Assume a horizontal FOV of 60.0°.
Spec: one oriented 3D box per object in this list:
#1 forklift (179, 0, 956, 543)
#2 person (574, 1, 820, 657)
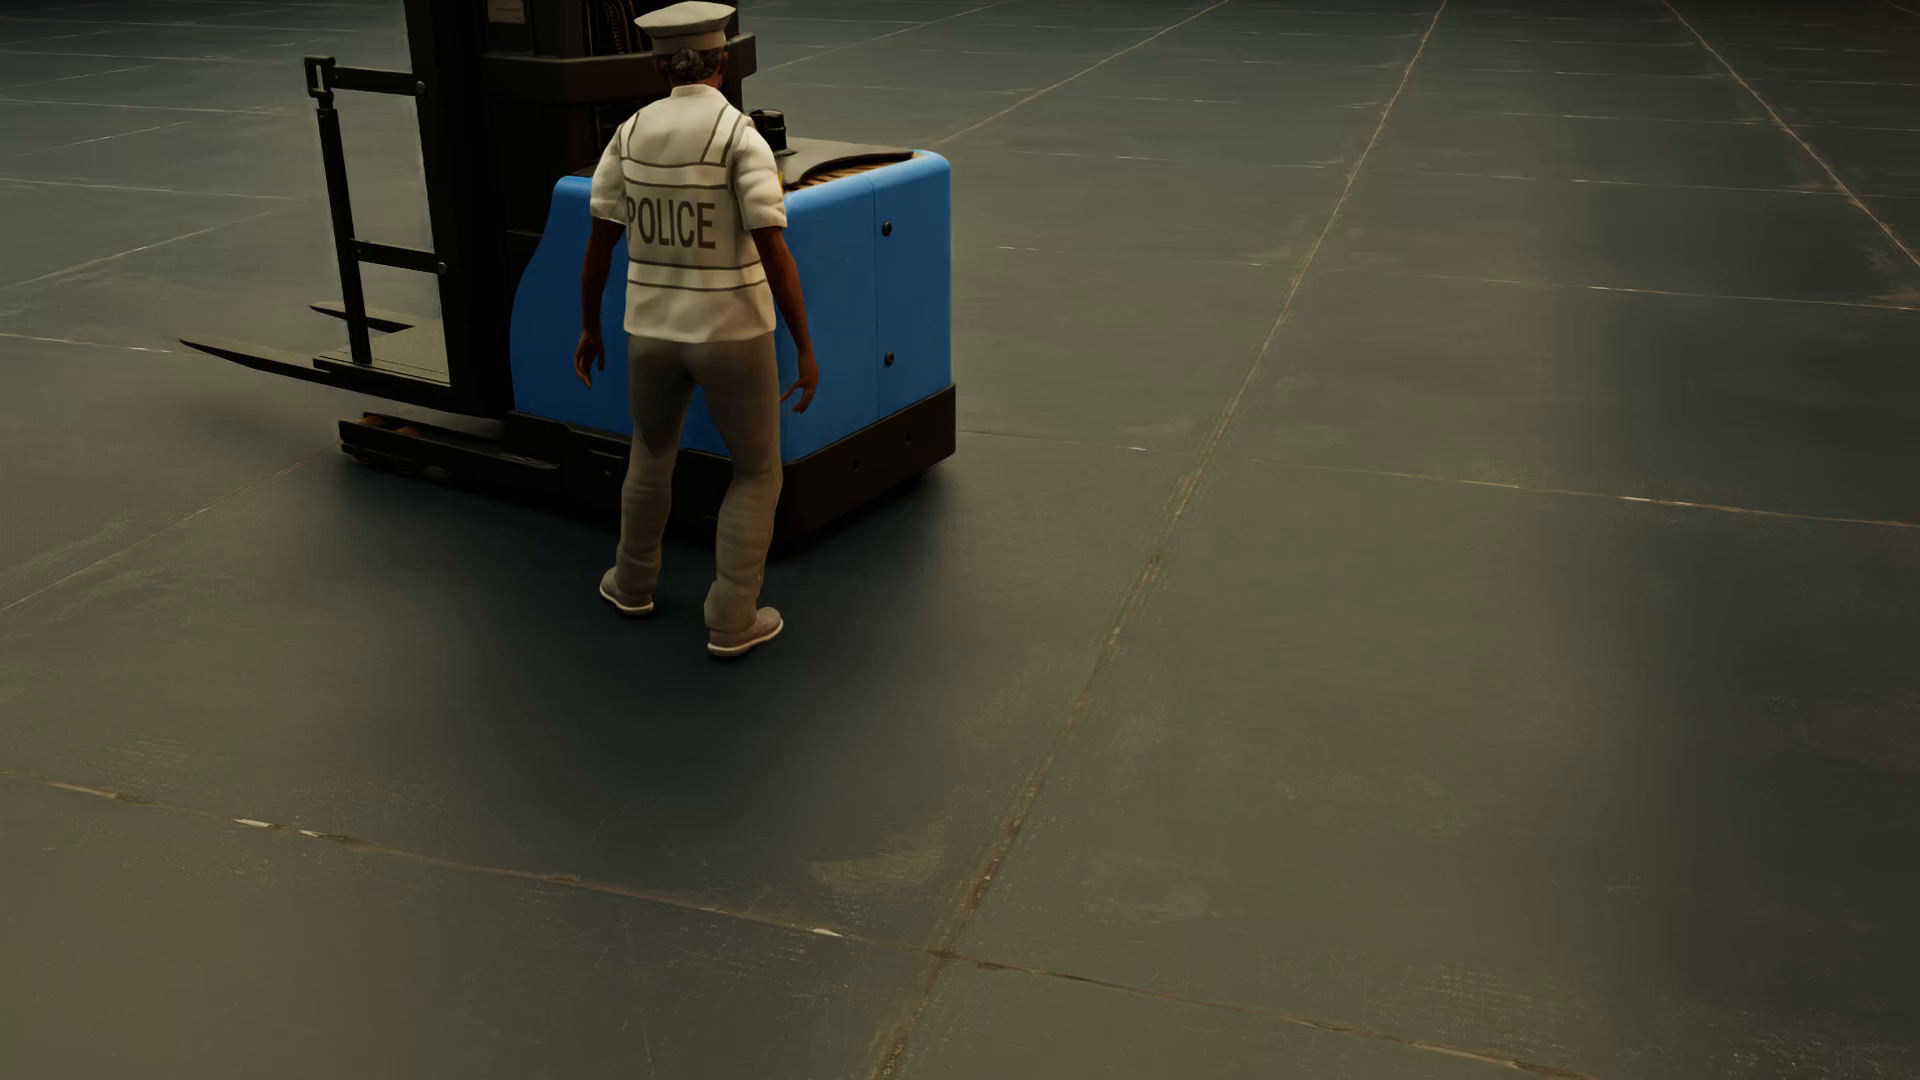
[{"bbox_3d":[-1.543,-1.735,5.482,3.031,2.935,1.130,13,26,28],"label":"forklift"},{"bbox_3d":[-0.689,-0.518,4.261,0.793,1.632,0.404,8,24,19],"label":"person"}]
